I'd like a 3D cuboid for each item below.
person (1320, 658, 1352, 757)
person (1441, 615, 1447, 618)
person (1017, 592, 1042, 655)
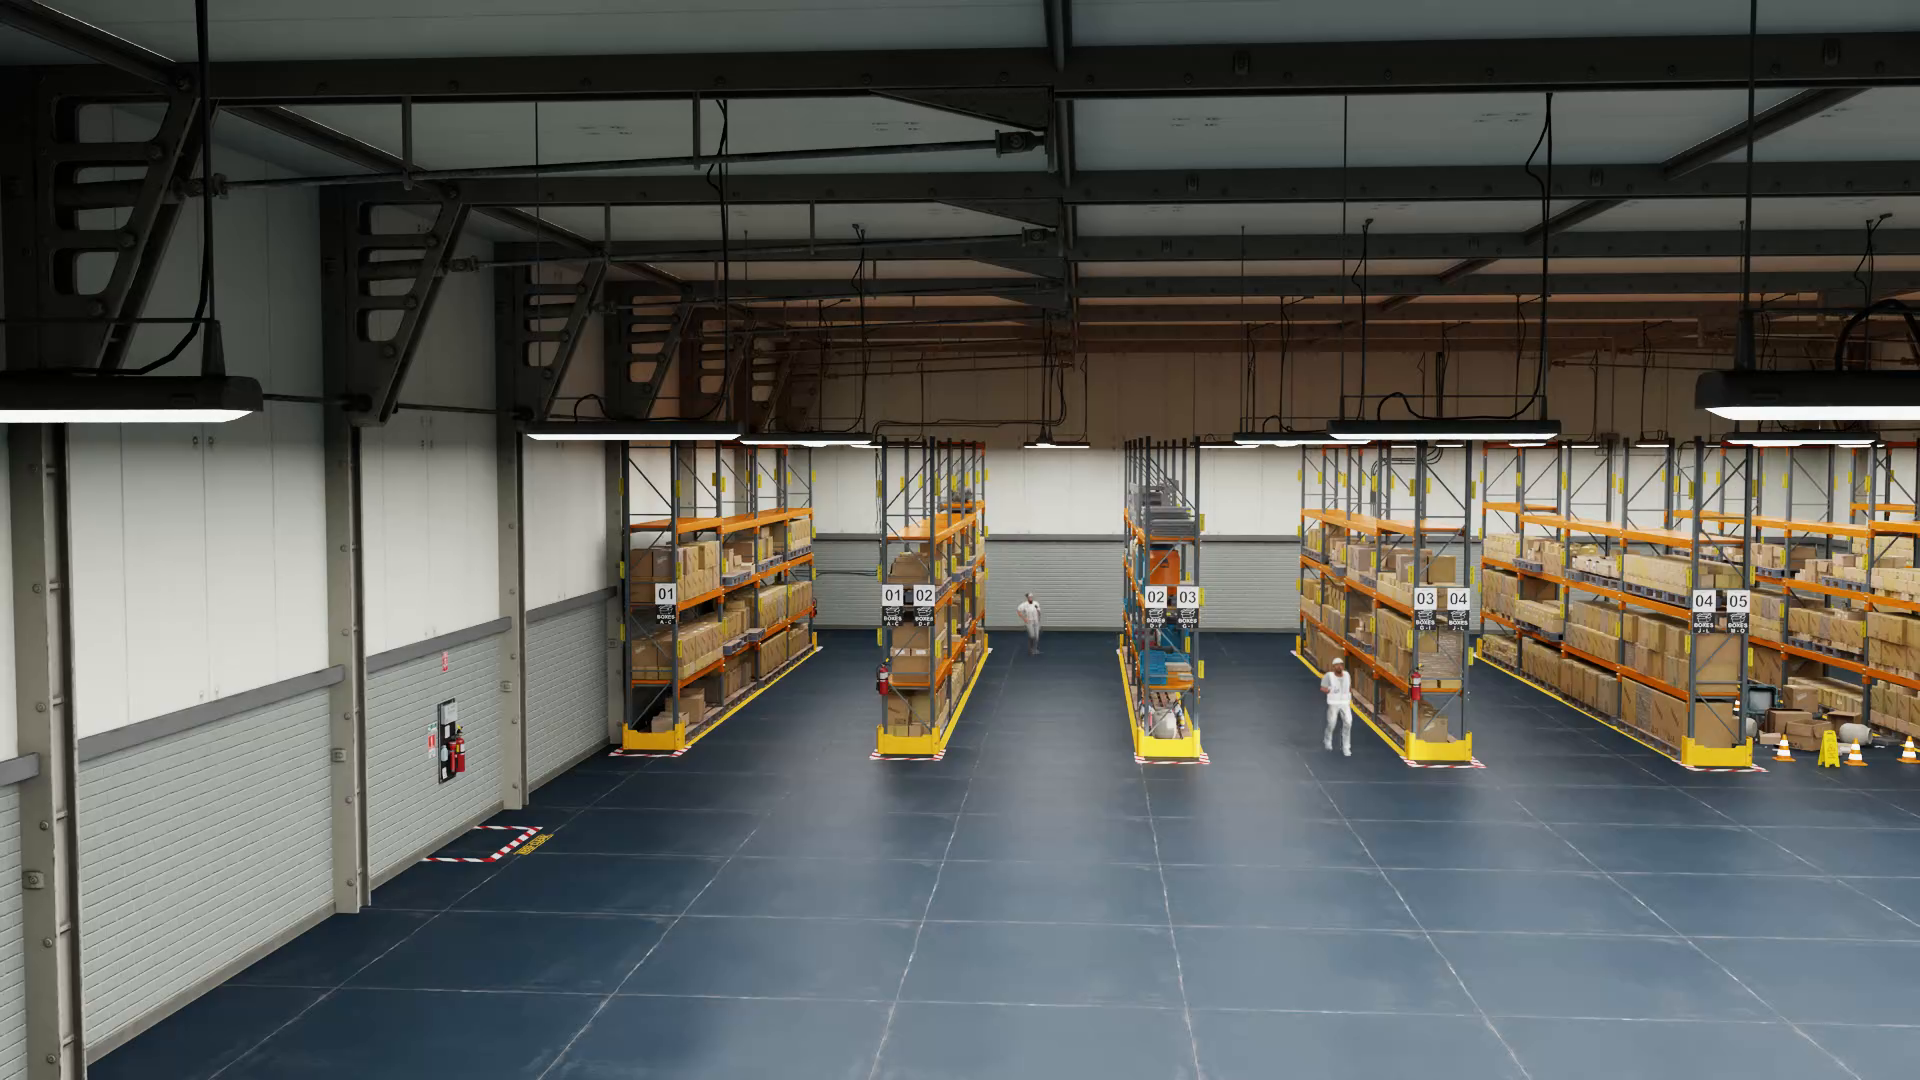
[{"bbox_3d":[7.129,3.148,31.435,0.663,1.855,0.704,0,3,-4],"label":"person"},{"bbox_3d":[13.005,2.513,44.038,0.662,1.771,0.900,1,3,14],"label":"person"},{"bbox_3d":[2.008,2.367,46.683,0.660,1.824,0.703,-1,3,-22],"label":"person"}]
